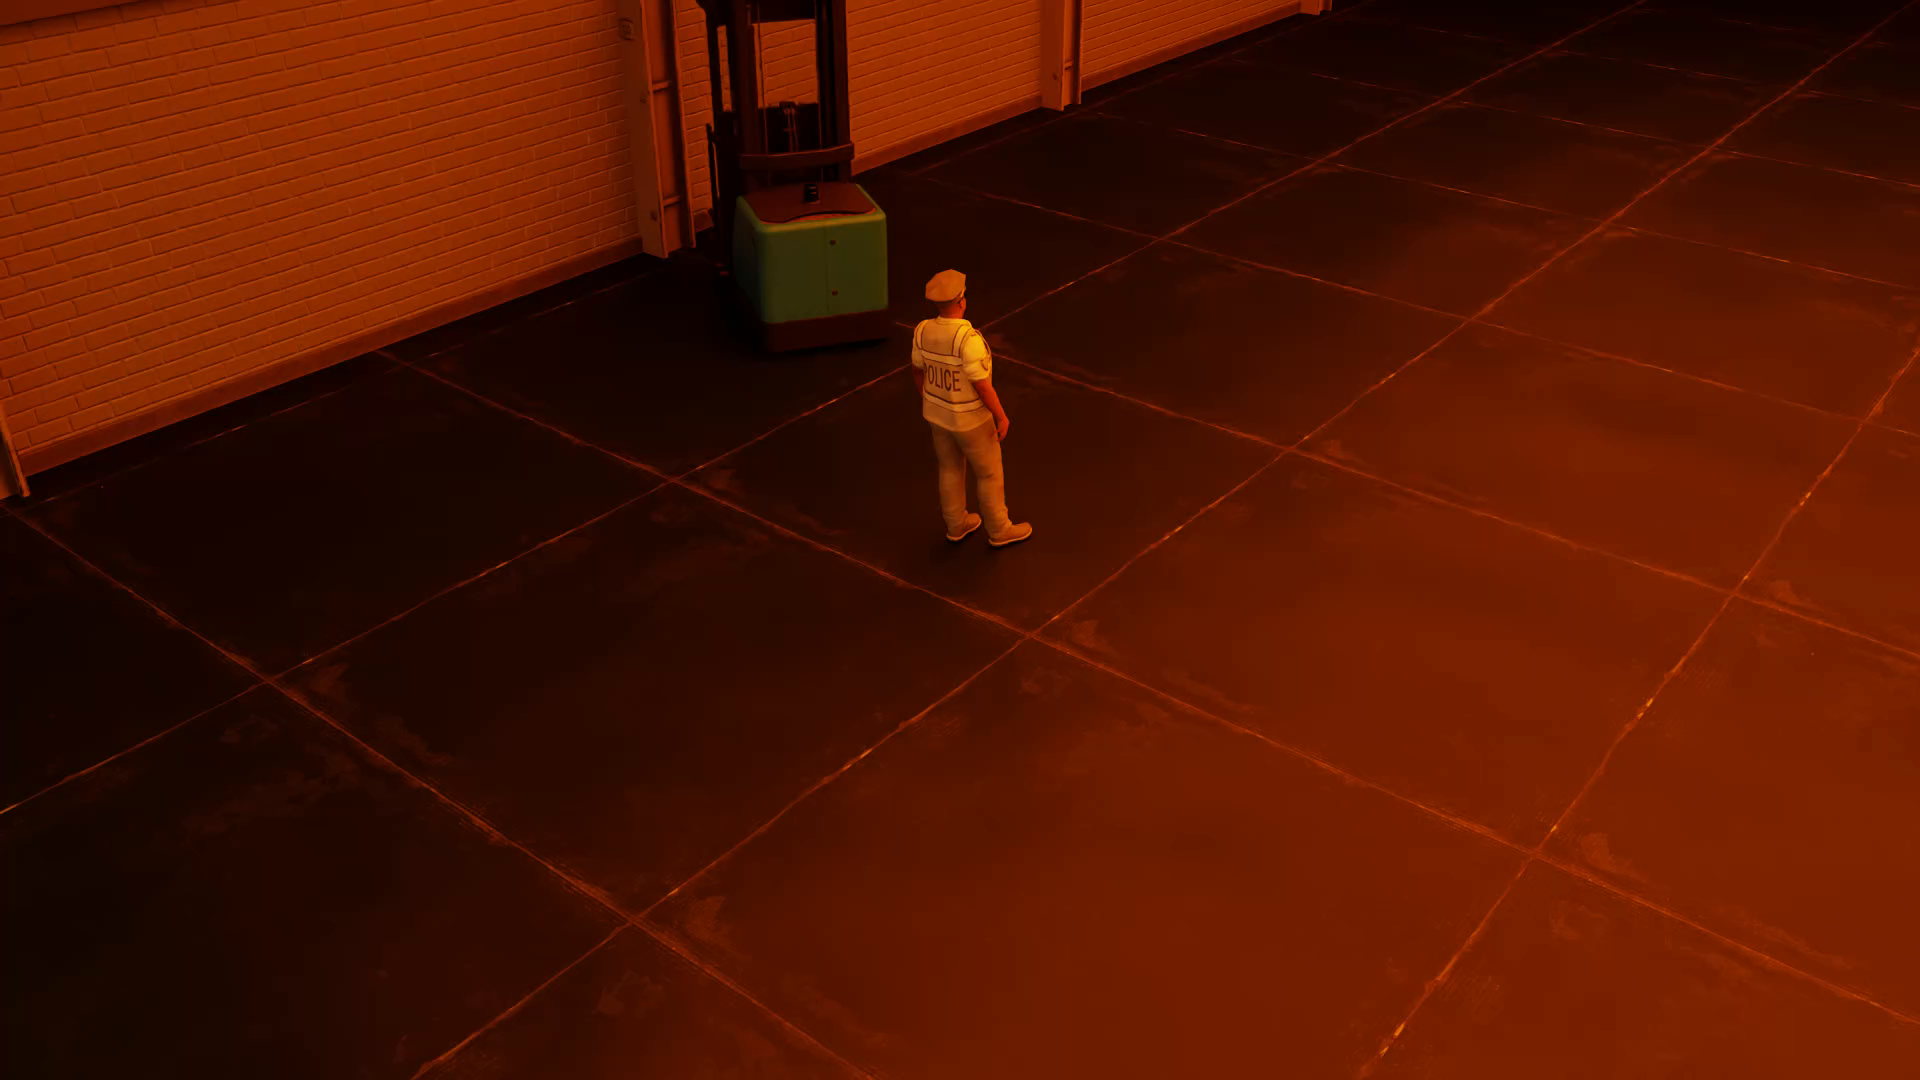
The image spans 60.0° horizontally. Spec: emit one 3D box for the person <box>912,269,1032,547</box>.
[{"bbox_3d":[0.058,-0.802,10.093,0.641,1.778,0.574,22,37,33],"label":"person"}]

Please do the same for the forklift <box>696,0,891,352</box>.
[{"bbox_3d":[-1.501,-3.443,13.488,1.130,2.935,3.031,-10,32,-16],"label":"forklift"}]
